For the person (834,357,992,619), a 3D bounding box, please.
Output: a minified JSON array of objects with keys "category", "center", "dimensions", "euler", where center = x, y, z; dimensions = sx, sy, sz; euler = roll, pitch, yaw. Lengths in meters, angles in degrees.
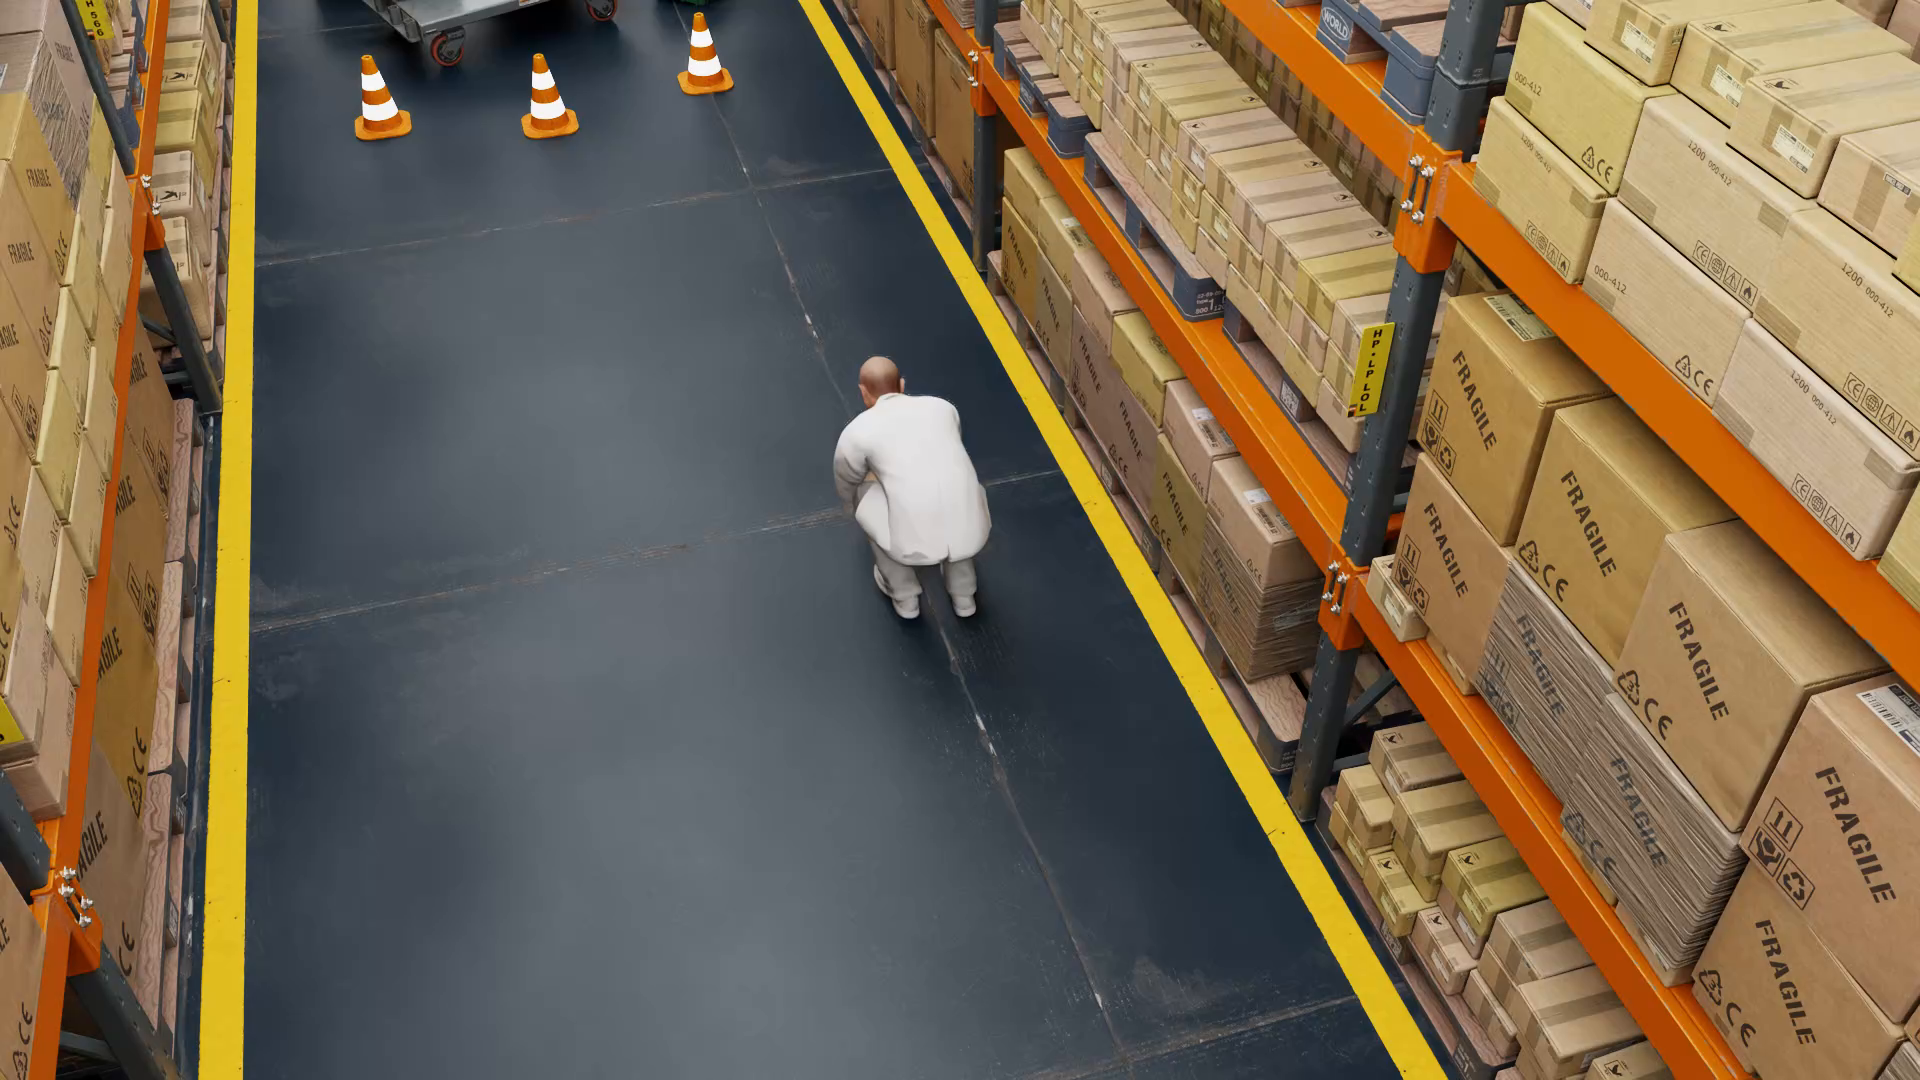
[{"category":"person","center":[-0.199,-0.195,7.003],"dimensions":[0.610,0.965,0.898],"euler":[-11,43,-13]}]
